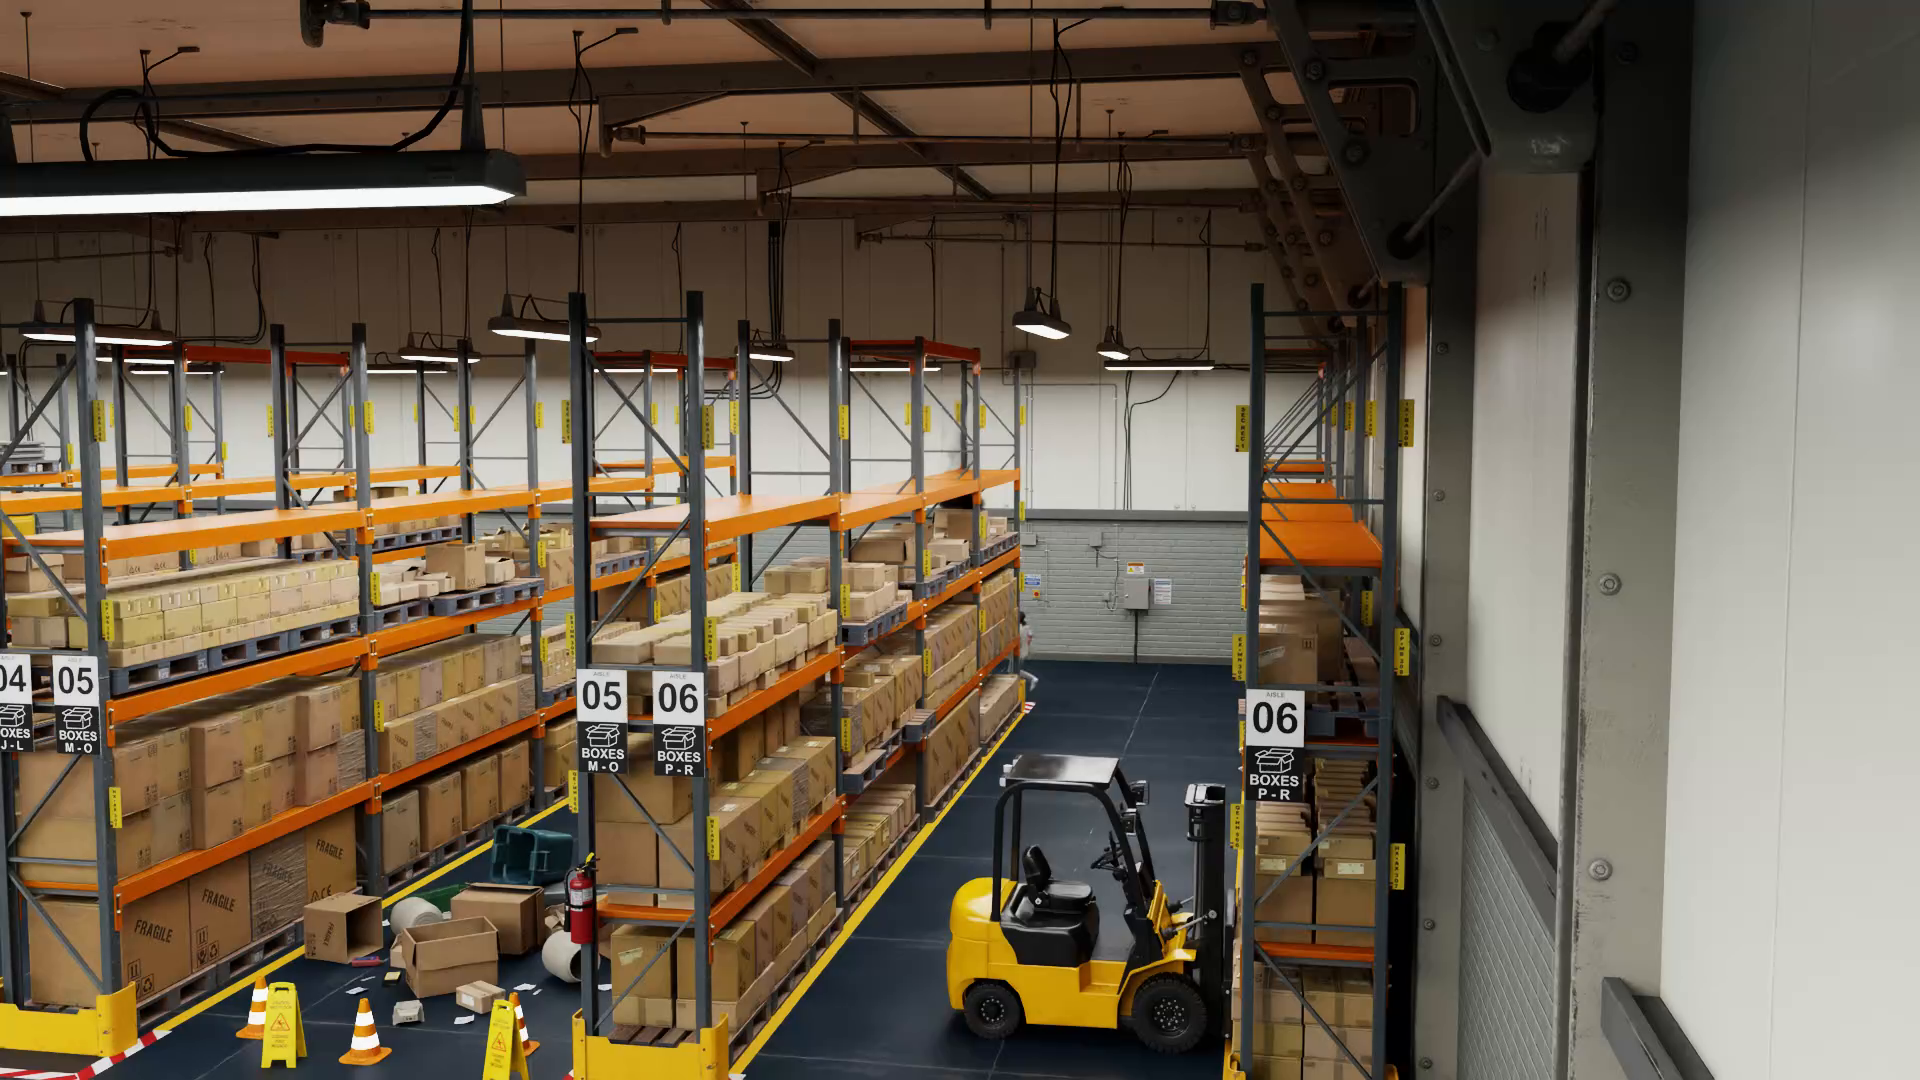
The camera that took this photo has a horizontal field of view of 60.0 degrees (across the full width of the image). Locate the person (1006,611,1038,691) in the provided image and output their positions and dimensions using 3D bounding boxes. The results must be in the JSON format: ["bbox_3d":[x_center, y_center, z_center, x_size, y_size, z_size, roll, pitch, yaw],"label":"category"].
[{"bbox_3d":[1.040,2.017,29.199,0.545,1.595,0.594,2,5,28],"label":"person"}]

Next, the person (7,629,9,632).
[{"bbox_3d":[-18.757,1.704,33.029,0.547,1.620,0.686,2,5,20],"label":"person"}]
